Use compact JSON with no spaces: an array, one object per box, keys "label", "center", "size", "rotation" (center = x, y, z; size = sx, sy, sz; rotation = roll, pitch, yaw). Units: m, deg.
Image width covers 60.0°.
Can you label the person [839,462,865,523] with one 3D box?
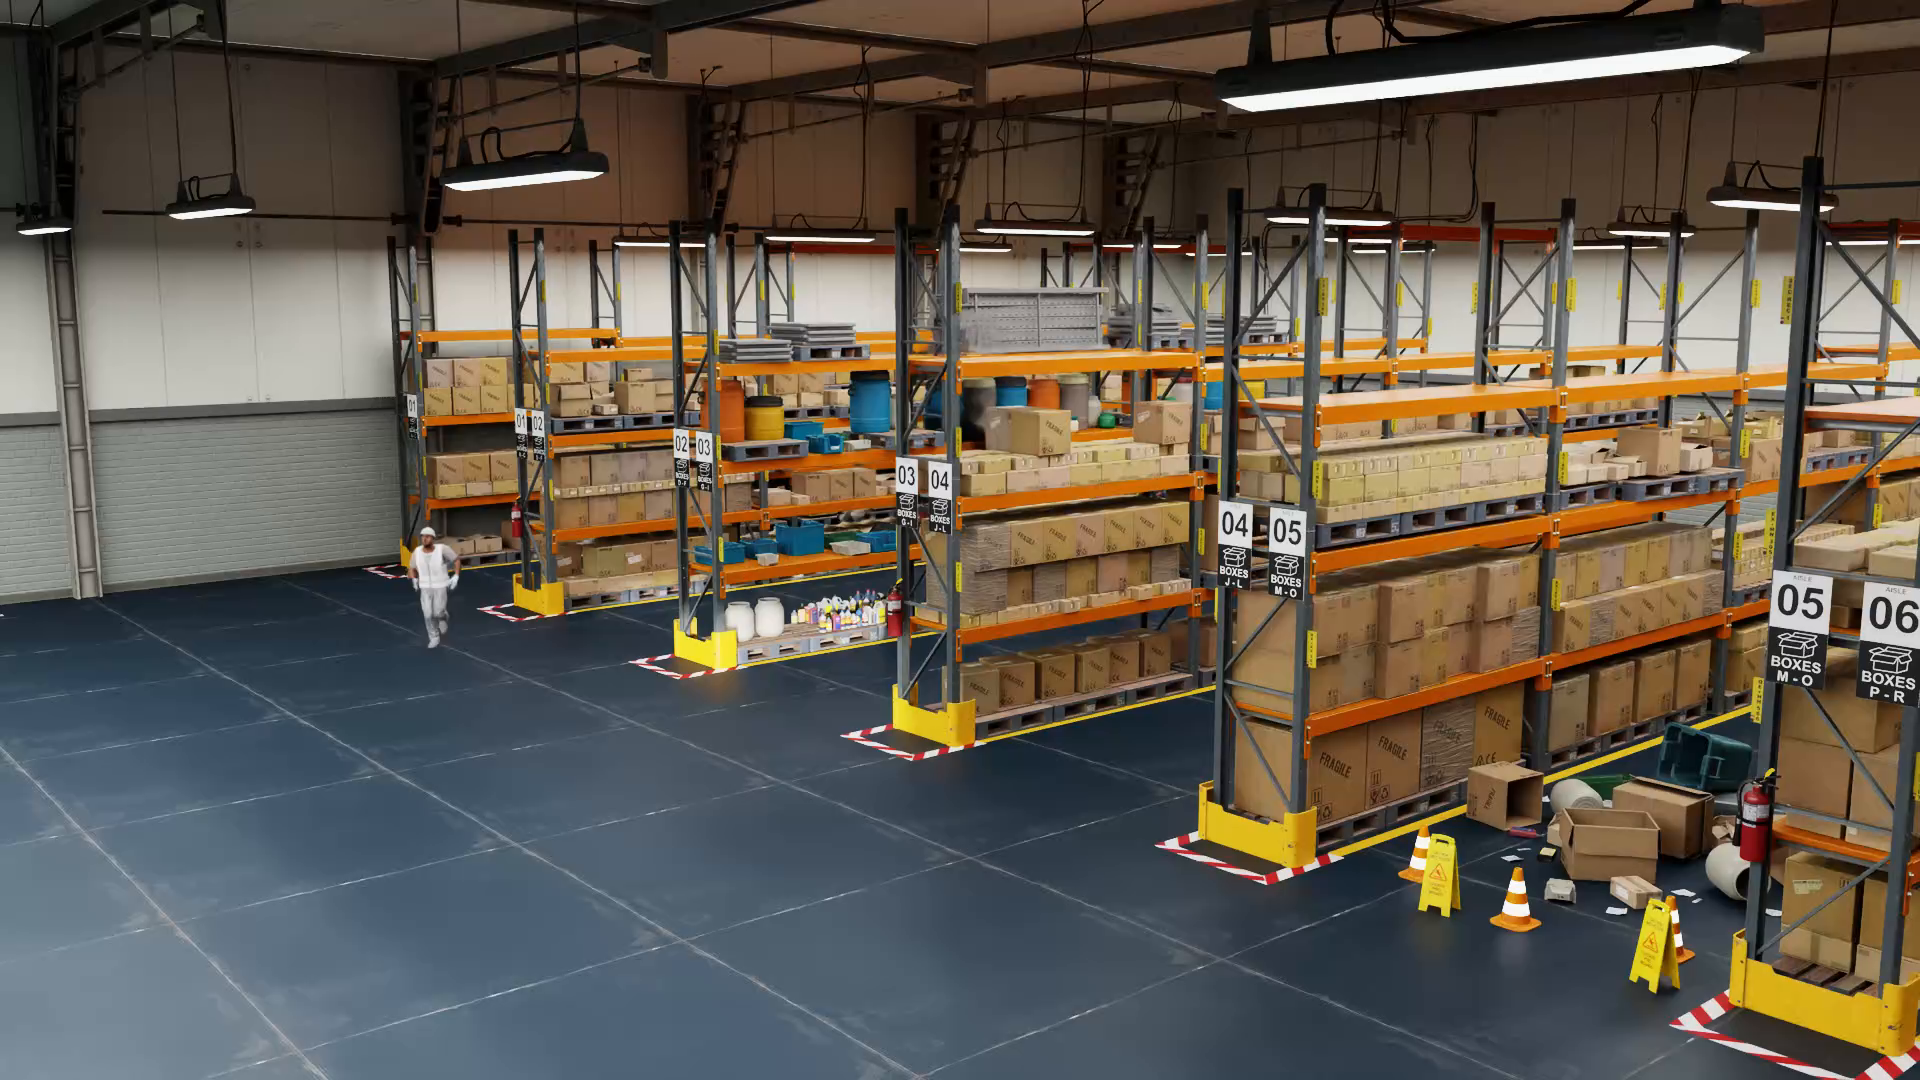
[{"label":"person","center":[-2.087,-0.618,32.691],"size":[0.653,1.528,0.687],"rotation":[-8,12,-42]}]

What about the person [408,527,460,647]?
[{"label":"person","center":[-7.518,0.678,23.753],"size":[0.704,1.742,0.666],"rotation":[0,9,-2]}]

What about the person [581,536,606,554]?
[{"label":"person","center":[-6.340,-0.165,29.121],"size":[0.633,1.782,0.789],"rotation":[6,10,33]}]
